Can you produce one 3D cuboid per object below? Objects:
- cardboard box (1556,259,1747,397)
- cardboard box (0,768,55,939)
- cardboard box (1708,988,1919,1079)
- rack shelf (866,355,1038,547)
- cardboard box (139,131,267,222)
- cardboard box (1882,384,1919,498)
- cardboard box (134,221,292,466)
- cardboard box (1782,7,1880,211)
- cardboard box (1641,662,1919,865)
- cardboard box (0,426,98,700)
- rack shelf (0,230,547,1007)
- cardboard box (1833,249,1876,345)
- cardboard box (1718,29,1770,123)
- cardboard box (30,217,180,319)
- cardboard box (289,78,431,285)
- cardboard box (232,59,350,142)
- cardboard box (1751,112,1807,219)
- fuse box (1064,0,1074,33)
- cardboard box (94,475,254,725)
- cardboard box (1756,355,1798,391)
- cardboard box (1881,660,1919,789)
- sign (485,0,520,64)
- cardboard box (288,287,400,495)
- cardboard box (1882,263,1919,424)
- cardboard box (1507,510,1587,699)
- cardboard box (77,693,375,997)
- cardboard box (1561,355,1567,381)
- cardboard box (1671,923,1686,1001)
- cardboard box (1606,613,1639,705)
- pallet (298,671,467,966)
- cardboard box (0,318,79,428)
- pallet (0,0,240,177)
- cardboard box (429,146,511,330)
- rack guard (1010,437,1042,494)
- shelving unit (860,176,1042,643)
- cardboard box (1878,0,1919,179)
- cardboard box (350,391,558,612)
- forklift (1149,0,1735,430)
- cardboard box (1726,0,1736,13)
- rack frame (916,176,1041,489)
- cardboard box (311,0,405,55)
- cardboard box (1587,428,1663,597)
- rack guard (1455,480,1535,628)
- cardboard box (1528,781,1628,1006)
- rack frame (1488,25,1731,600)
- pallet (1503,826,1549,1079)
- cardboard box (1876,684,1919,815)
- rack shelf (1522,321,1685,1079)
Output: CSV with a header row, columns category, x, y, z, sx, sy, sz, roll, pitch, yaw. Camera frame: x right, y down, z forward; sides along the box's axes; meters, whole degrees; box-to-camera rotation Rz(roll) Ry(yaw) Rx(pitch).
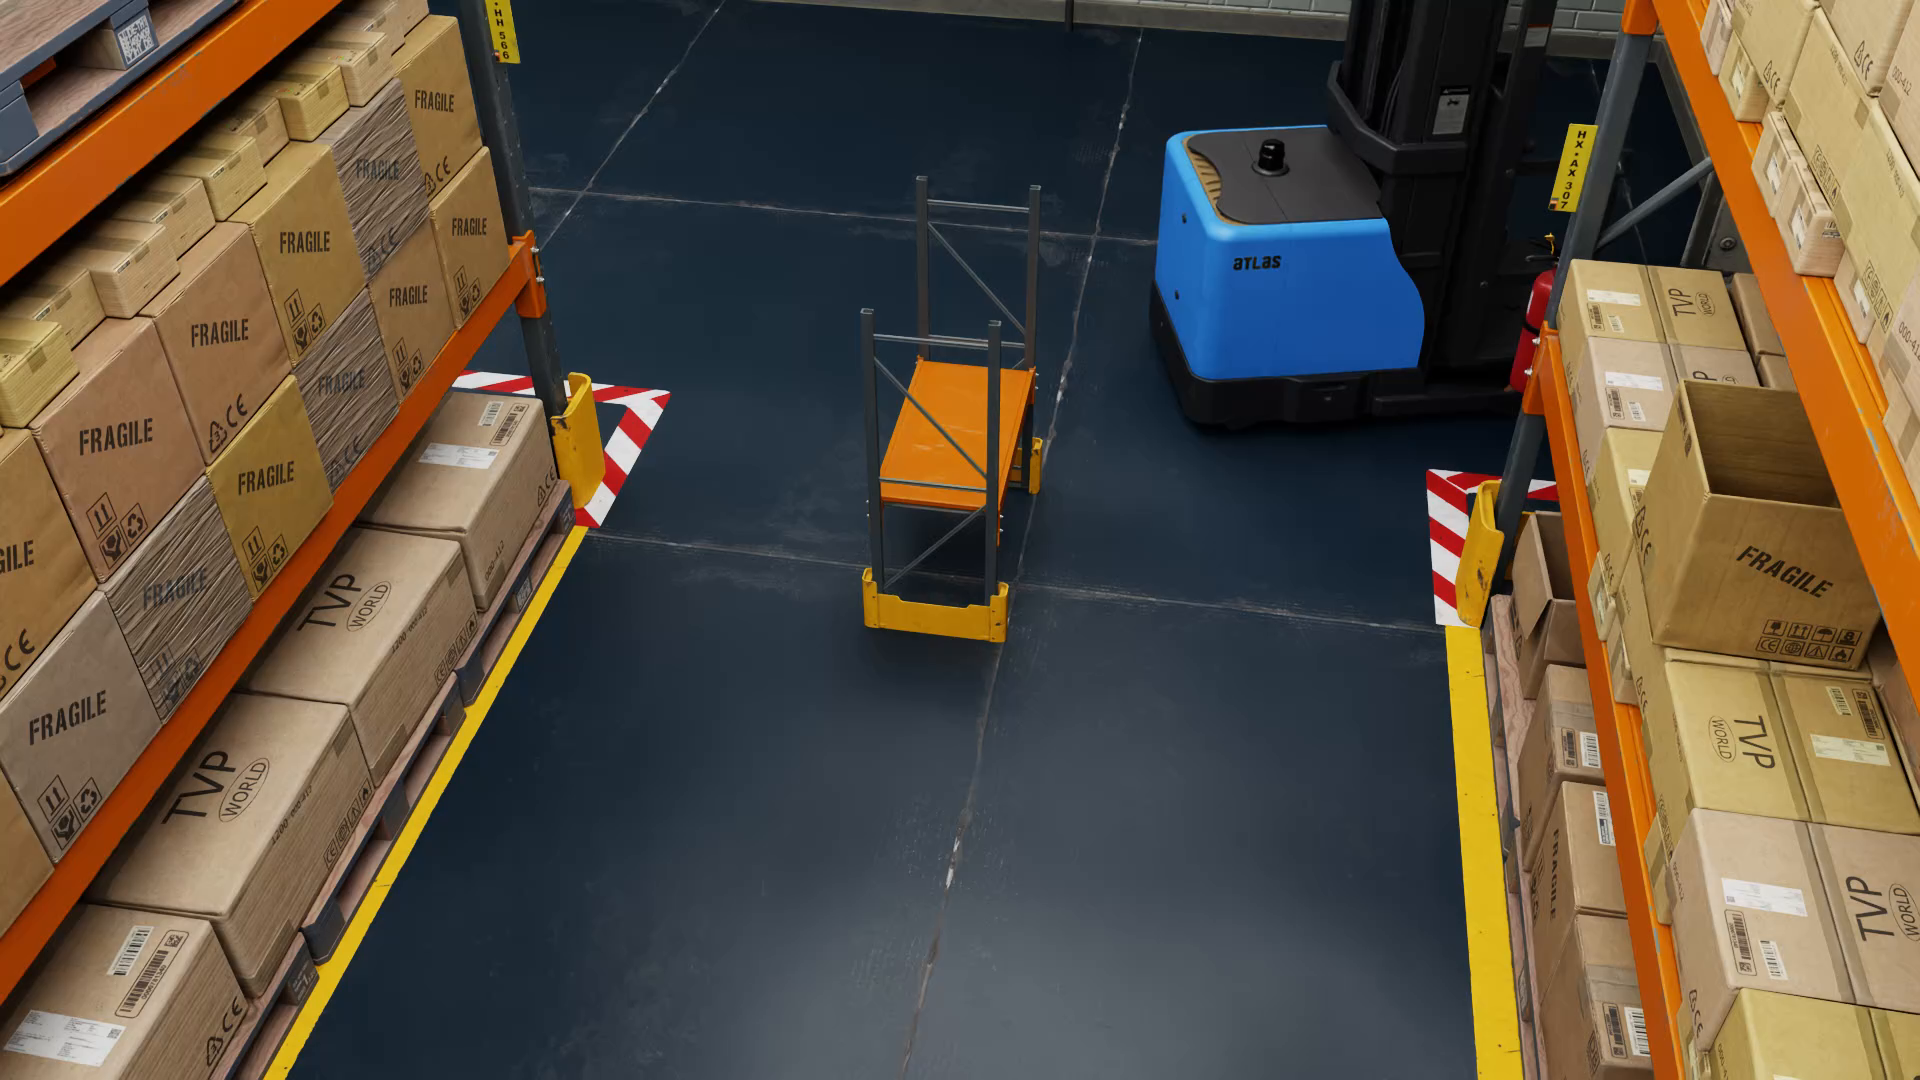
category,x,y,z,sx,sy,sz,roll,pitch,yaw
cardboard box,2.323,-0.698,5.625,0.500,0.250,0.500,7,40,8
cardboard box,-2.576,0.765,3.893,0.500,0.500,0.500,8,40,9
cardboard box,1.822,1.210,3.316,0.500,0.250,0.500,7,40,9
rack shelf,-0.015,-0.386,6.822,0.538,0.185,1.000,6,40,8
cardboard box,-2.255,-1.061,4.807,0.380,0.149,0.250,7,40,9
cardboard box,1.893,-0.178,2.955,0.380,0.149,0.250,6,40,8
cardboard box,-2.311,-0.580,4.734,0.500,0.500,0.500,6,40,7
cardboard box,2.085,-0.893,3.506,0.500,0.250,0.500,6,40,7
cardboard box,1.994,0.583,4.075,0.500,0.250,0.500,6,40,7
cardboard box,-2.501,0.056,3.964,0.500,0.500,0.500,6,40,7
rack shelf,-2.569,0.091,5.351,1.077,0.370,4.000,6,40,8
cardboard box,2.006,-0.502,3.346,0.380,0.149,0.250,7,40,8
cardboard box,2.119,-1.145,4.124,0.380,0.149,0.250,6,40,8
cardboard box,-2.323,-0.728,4.405,0.380,0.149,0.250,7,40,8
cardboard box,-2.133,-1.205,5.491,0.500,0.500,0.500,7,40,8
cardboard box,-2.154,-1.381,5.194,0.380,0.149,0.250,7,40,9
cardboard box,2.021,-0.830,3.743,0.380,0.149,0.250,6,40,8
fuse box,0.773,-4.163,10.942,0.539,1.711,0.414,6,40,8
cardboard box,-2.393,0.138,4.651,0.500,0.500,0.500,7,40,8
cardboard box,2.758,-0.312,5.158,0.500,0.250,0.500,7,40,8
cardboard box,2.494,0.363,3.753,0.500,0.500,0.500,5,40,6
sign,-1.691,-1.911,6.112,0.100,0.325,0.005,6,40,8
cardboard box,-2.227,-0.511,5.435,0.500,0.500,0.500,7,40,9
cardboard box,1.891,-0.257,2.737,0.500,0.250,0.500,5,40,6
cardboard box,2.467,0.277,6.190,0.797,0.503,0.637,5,40,6
cardboard box,-2.547,0.950,5.428,0.875,0.438,0.875,5,40,6
cardboard box,2.339,-0.624,5.847,0.380,0.149,0.250,6,40,7
cardboard box,1.898,0.989,3.896,0.380,0.149,0.250,7,40,9
cardboard box,2.042,0.347,4.674,0.380,0.149,0.250,7,40,9
pallet,-2.498,0.907,5.987,1.003,0.211,1.213,6,40,8
cardboard box,-2.396,-0.415,4.026,0.380,0.149,0.250,5,40,6
pallet,-2.550,-1.329,4.219,1.003,0.211,1.213,6,40,8
cardboard box,-2.046,-1.148,6.206,0.500,0.500,0.500,7,40,8
rack guard,0.073,-0.361,7.491,0.587,0.250,0.087,6,40,8
shelving unit,-0.013,-0.530,6.714,0.587,1.500,1.083,6,40,8
cardboard box,2.000,-0.772,2.967,0.500,0.250,0.500,7,40,8
cardboard box,-2.239,-0.191,6.808,0.875,0.438,0.875,5,40,6
forklift,2.520,-2.048,7.427,3.031,2.935,1.130,-4,40,-5
cardboard box,2.253,-1.540,4.289,0.500,0.250,0.500,7,40,9
rack frame,0.073,-0.844,7.093,0.500,1.500,0.032,6,40,8
cardboard box,-2.108,-1.706,5.587,0.380,0.149,0.250,7,40,8
cardboard box,2.151,-0.063,4.857,0.500,0.250,0.500,6,40,7
rack guard,2.653,0.114,6.719,1.175,0.500,0.348,6,40,8
cardboard box,2.091,1.131,5.160,0.500,0.500,0.500,7,40,8
rack frame,2.666,-0.897,5.980,1.000,3.000,0.127,6,40,8
pallet,2.303,1.490,5.283,1.003,0.211,1.213,6,40,8
cardboard box,2.497,0.637,4.010,0.500,0.250,0.500,7,40,9
rack shelf,2.320,0.636,4.691,1.077,0.370,4.000,6,40,8
